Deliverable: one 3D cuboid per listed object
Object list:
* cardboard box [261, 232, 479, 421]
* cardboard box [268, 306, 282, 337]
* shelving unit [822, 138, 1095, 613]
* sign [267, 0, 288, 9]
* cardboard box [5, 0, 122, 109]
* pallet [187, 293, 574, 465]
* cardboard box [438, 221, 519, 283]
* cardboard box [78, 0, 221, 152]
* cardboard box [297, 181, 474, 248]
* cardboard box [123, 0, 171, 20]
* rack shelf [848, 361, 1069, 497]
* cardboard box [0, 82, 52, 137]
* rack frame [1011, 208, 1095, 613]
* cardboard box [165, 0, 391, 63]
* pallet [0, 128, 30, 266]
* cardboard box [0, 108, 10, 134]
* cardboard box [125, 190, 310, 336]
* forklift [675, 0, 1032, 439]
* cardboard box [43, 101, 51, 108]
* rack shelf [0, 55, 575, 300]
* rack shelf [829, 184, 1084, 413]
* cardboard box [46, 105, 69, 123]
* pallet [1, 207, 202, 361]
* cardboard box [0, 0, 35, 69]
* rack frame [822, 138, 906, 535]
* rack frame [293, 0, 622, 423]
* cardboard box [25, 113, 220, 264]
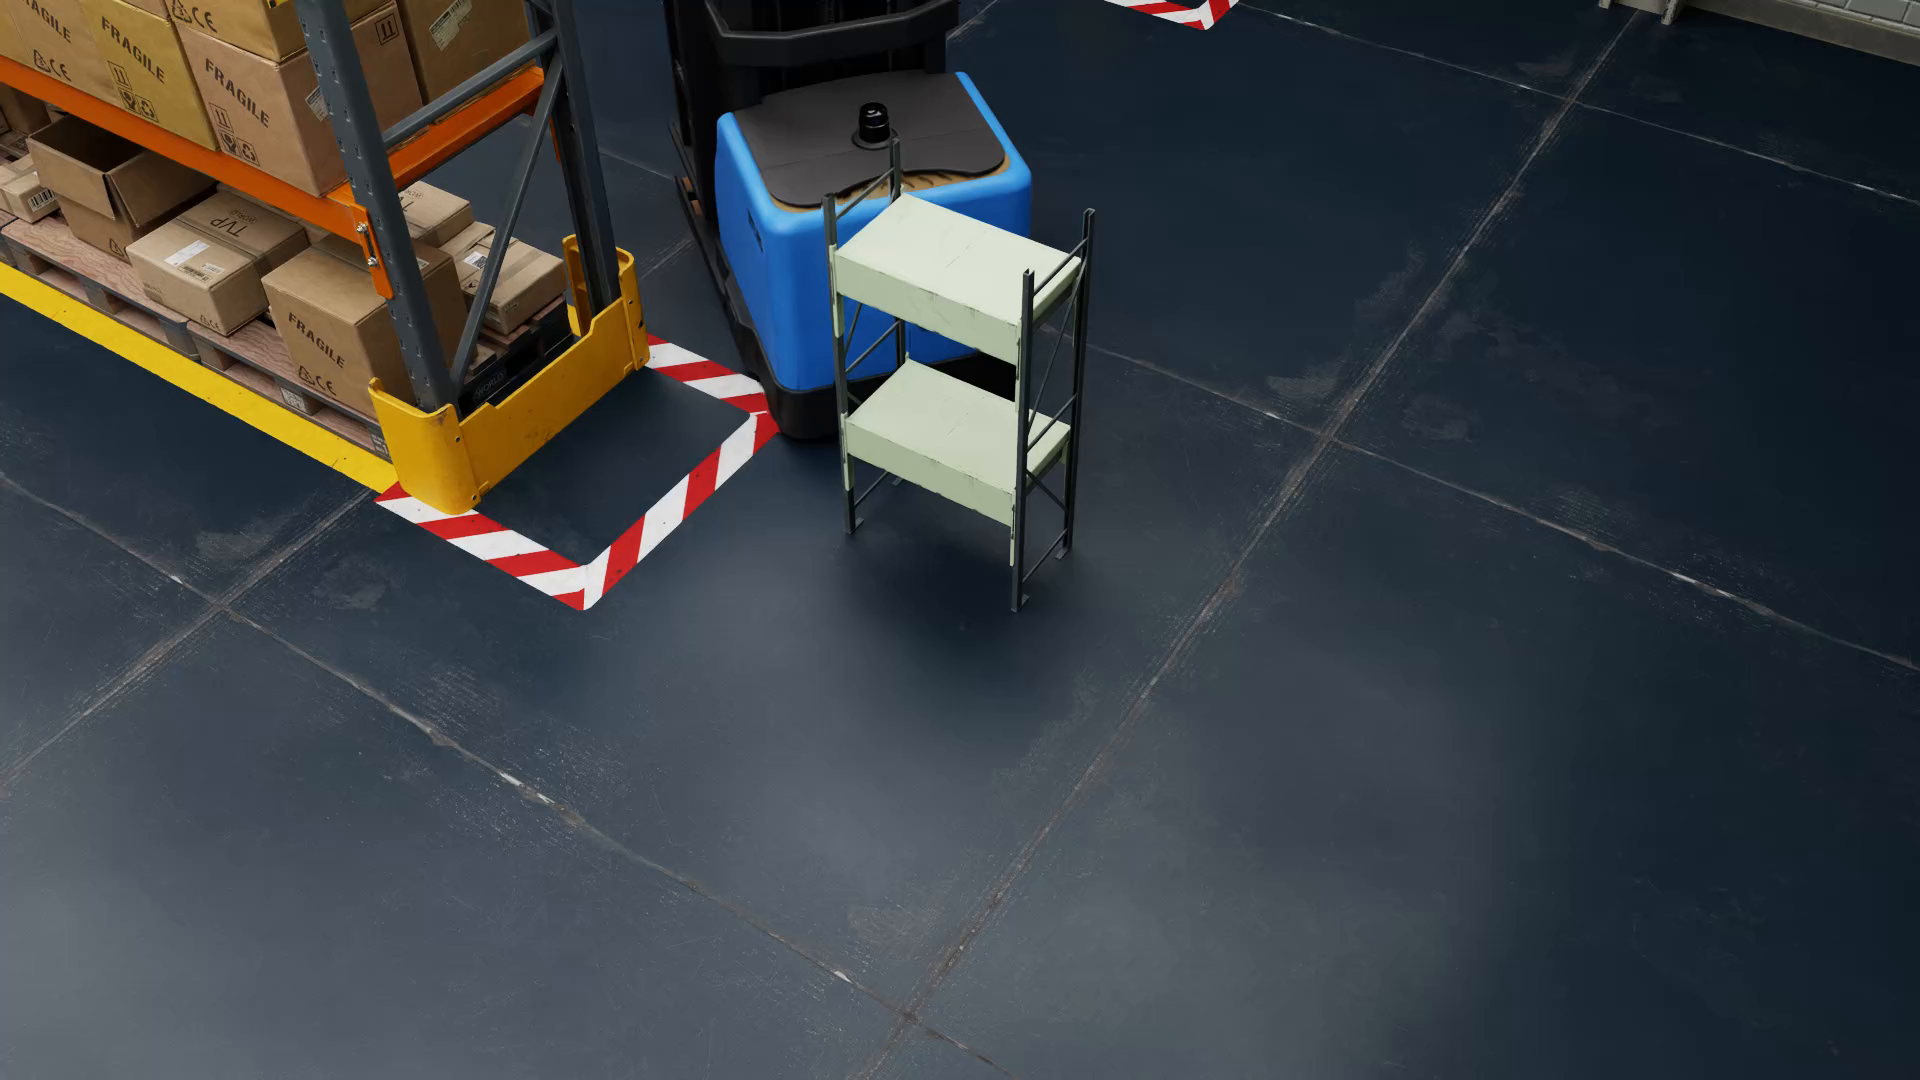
[{"bbox_3d":[-2.265,-0.855,6.426,0.500,0.500,0.500,25,51,22],"label":"cardboard box"},{"bbox_3d":[-2.557,-0.950,6.751,0.250,0.166,0.380,25,51,22],"label":"cardboard box"},{"bbox_3d":[-0.006,-0.525,5.715,0.755,1.500,0.431,25,51,22],"label":"shelving unit"},{"bbox_3d":[-1.991,-1.698,4.780,0.005,0.325,0.100,25,51,22],"label":"sign"},{"bbox_3d":[-3.054,-1.950,5.984,0.500,0.500,0.500,25,51,22],"label":"cardboard box"},{"bbox_3d":[-2.410,-0.877,6.955,1.213,0.211,1.003,25,51,22],"label":"pallet"},{"bbox_3d":[-2.052,-1.144,6.939,0.250,0.166,0.380,25,51,22],"label":"cardboard box"},{"bbox_3d":[-2.637,-1.754,5.793,0.500,0.500,0.500,25,51,22],"label":"cardboard box"},{"bbox_3d":[-2.400,-1.282,7.014,0.500,0.250,0.500,25,51,22],"label":"cardboard box"},{"bbox_3d":[-2.623,-2.096,5.428,0.500,0.500,0.500,26,51,23],"label":"cardboard box"},{"bbox_3d":[-0.006,-0.366,5.878,0.686,0.124,0.368,25,51,22],"label":"rack shelf"},{"bbox_3d":[-4.409,-2.293,7.823,0.500,0.500,0.500,25,51,22],"label":"cardboard box"},{"bbox_3d":[0.302,-0.384,5.577,0.023,1.500,0.400,25,51,22],"label":"rack frame"},{"bbox_3d":[-2.197,-1.901,5.239,0.500,0.500,0.500,24,51,22],"label":"cardboard box"},{"bbox_3d":[-4.464,-1.822,7.873,1.213,0.211,1.003,25,51,22],"label":"pallet"},{"bbox_3d":[-4.805,-1.983,7.654,0.500,0.311,0.500,25,51,22],"label":"cardboard box"},{"bbox_3d":[-3.049,-1.154,6.890,0.500,0.250,0.500,25,51,22],"label":"cardboard box"},{"bbox_3d":[-0.675,-2.496,6.631,1.130,2.935,3.031,-14,47,-13],"label":"forklift"},{"bbox_3d":[-4.061,-2.061,7.843,0.250,0.149,0.380,25,51,22],"label":"cardboard box"},{"bbox_3d":[-3.358,-2.035,6.637,4.000,0.370,1.077,25,51,22],"label":"rack shelf"},{"bbox_3d":[-0.006,-0.797,5.435,0.720,0.370,0.431,25,51,22],"label":"rack shelf"},{"bbox_3d":[-3.777,-1.937,7.608,0.500,0.311,0.500,25,51,22],"label":"cardboard box"},{"bbox_3d":[-3.433,-1.350,7.415,1.213,0.211,1.003,25,51,22],"label":"pallet"},{"bbox_3d":[-3.478,-2.146,6.174,0.500,0.500,0.500,24,50,22],"label":"cardboard box"},{"bbox_3d":[-0.314,-0.667,5.852,0.023,1.500,0.400,25,51,22],"label":"rack frame"},{"bbox_3d":[-1.674,-1.511,5.627,0.127,3.000,1.000,25,51,22],"label":"rack frame"},{"bbox_3d":[-3.457,-1.619,7.166,0.637,0.503,0.797,25,51,22],"label":"cardboard box"}]
